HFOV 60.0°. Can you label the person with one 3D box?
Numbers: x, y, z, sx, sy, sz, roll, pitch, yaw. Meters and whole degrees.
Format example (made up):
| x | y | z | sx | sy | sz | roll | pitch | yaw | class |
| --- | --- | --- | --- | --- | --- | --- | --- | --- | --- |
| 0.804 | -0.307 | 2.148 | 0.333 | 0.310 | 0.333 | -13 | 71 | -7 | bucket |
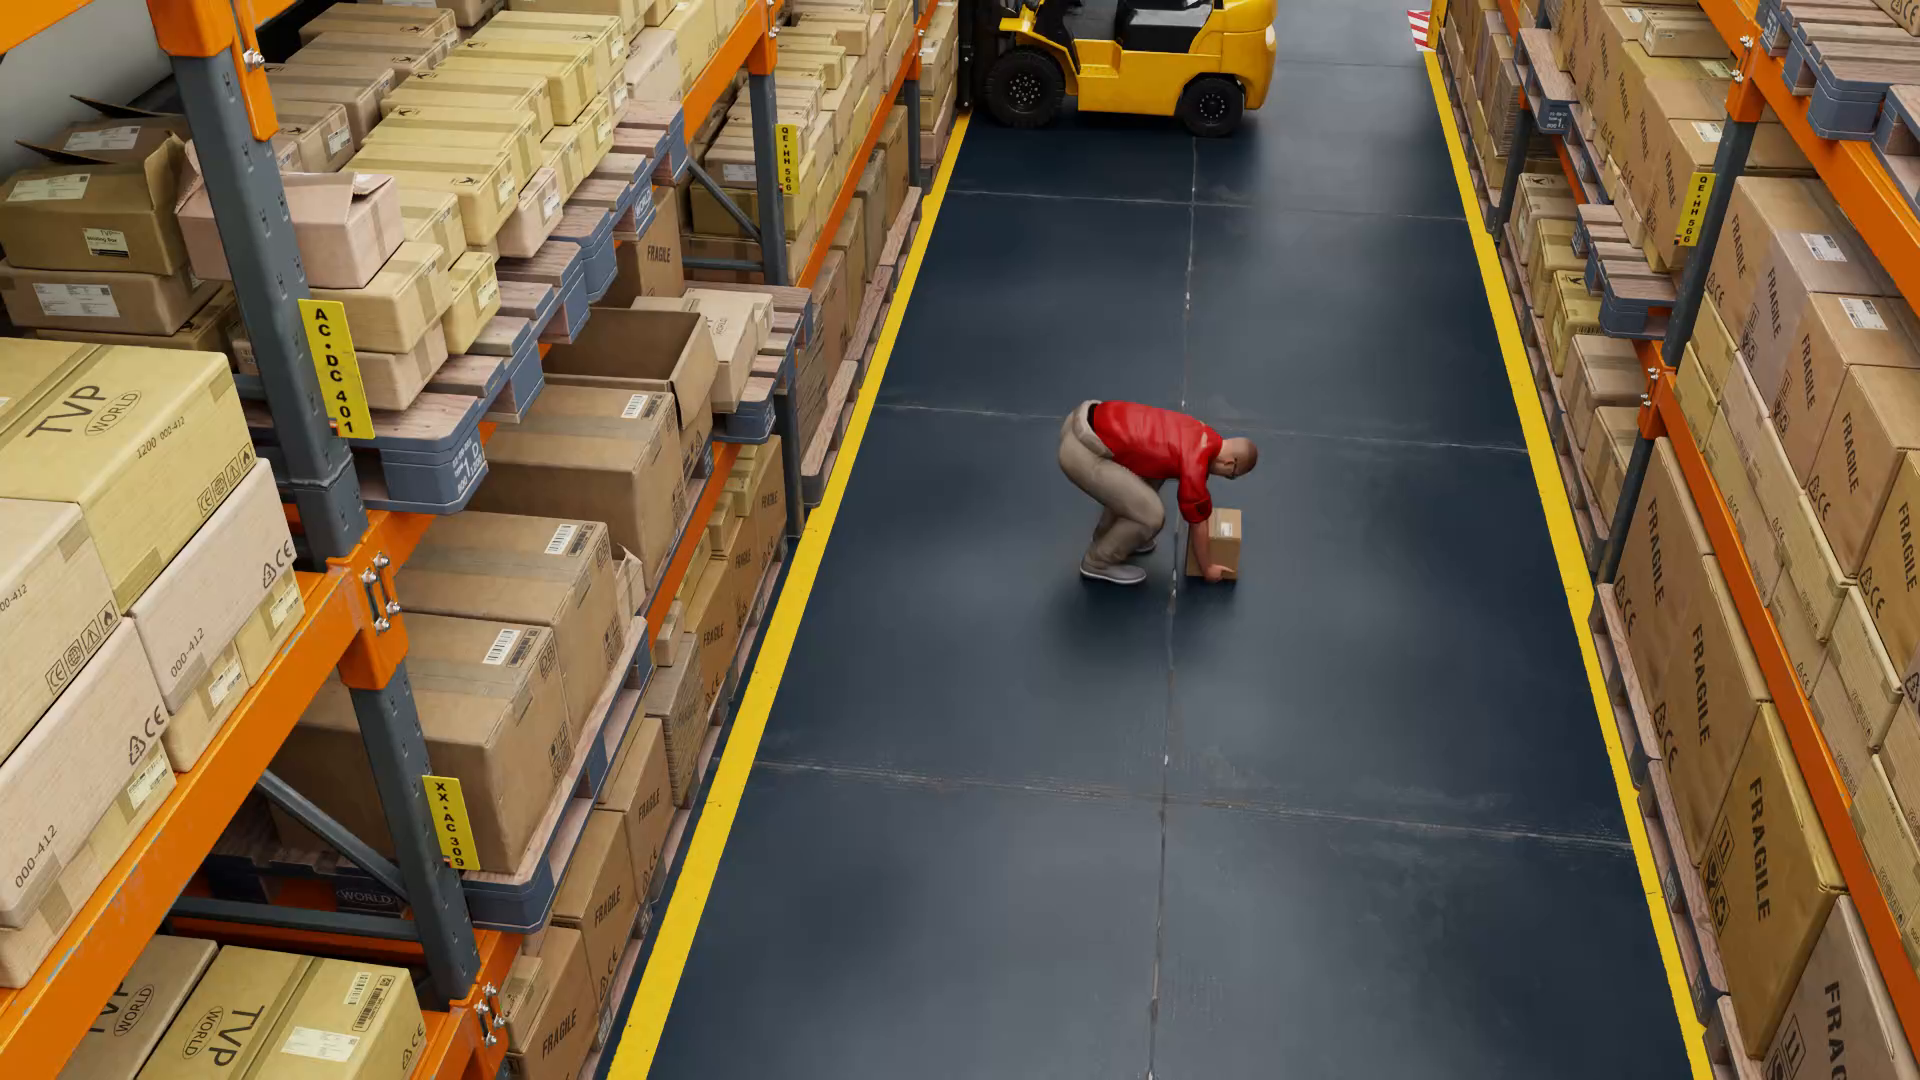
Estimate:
| x | y | z | sx | sy | sz | roll | pitch | yaw | class |
| --- | --- | --- | --- | --- | --- | --- | --- | --- | --- |
| 0.948 | -0.248 | 8.109 | 0.956 | 0.894 | 0.529 | 3 | 36 | 4 | person |
